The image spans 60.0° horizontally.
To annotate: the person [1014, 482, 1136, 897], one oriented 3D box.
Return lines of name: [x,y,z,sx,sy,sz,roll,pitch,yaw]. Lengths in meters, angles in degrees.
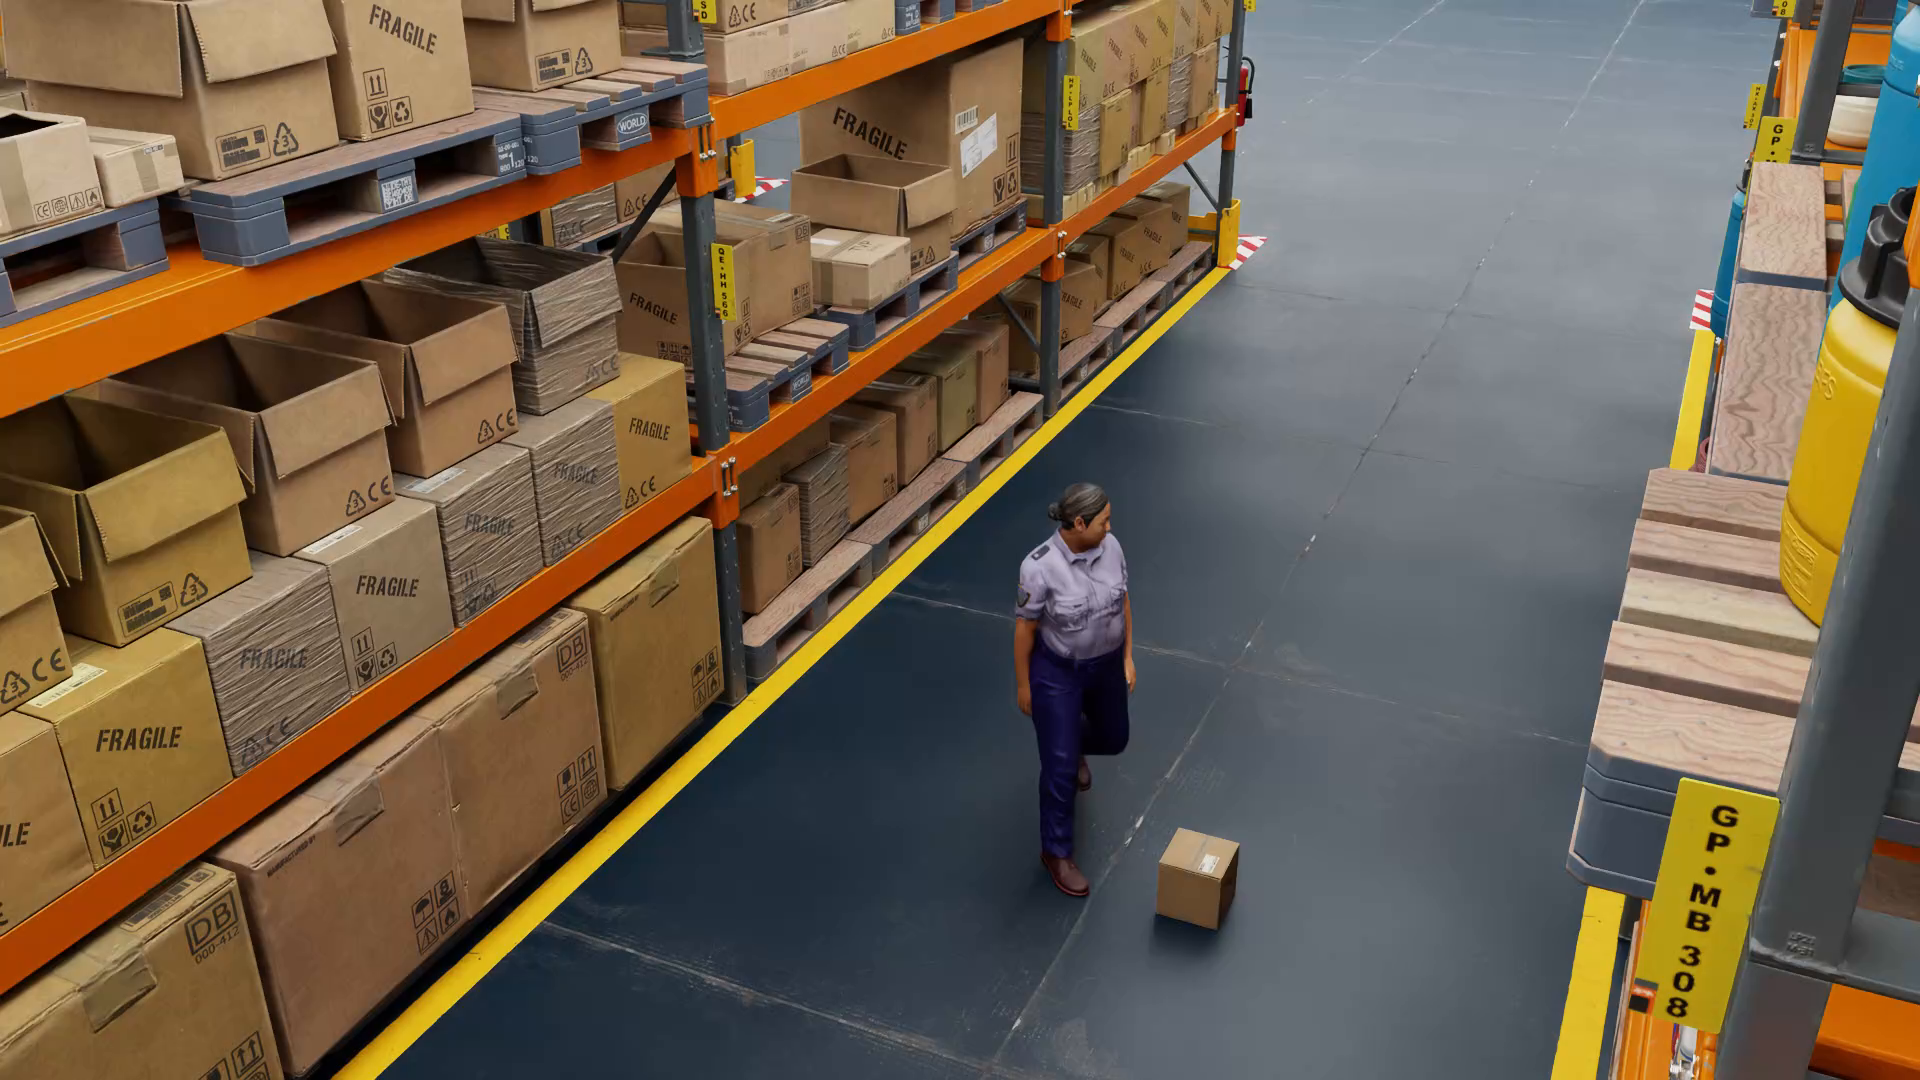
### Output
person: [0.442,0.519,6.628,0.523,1.619,0.769,-14,30,-26]
